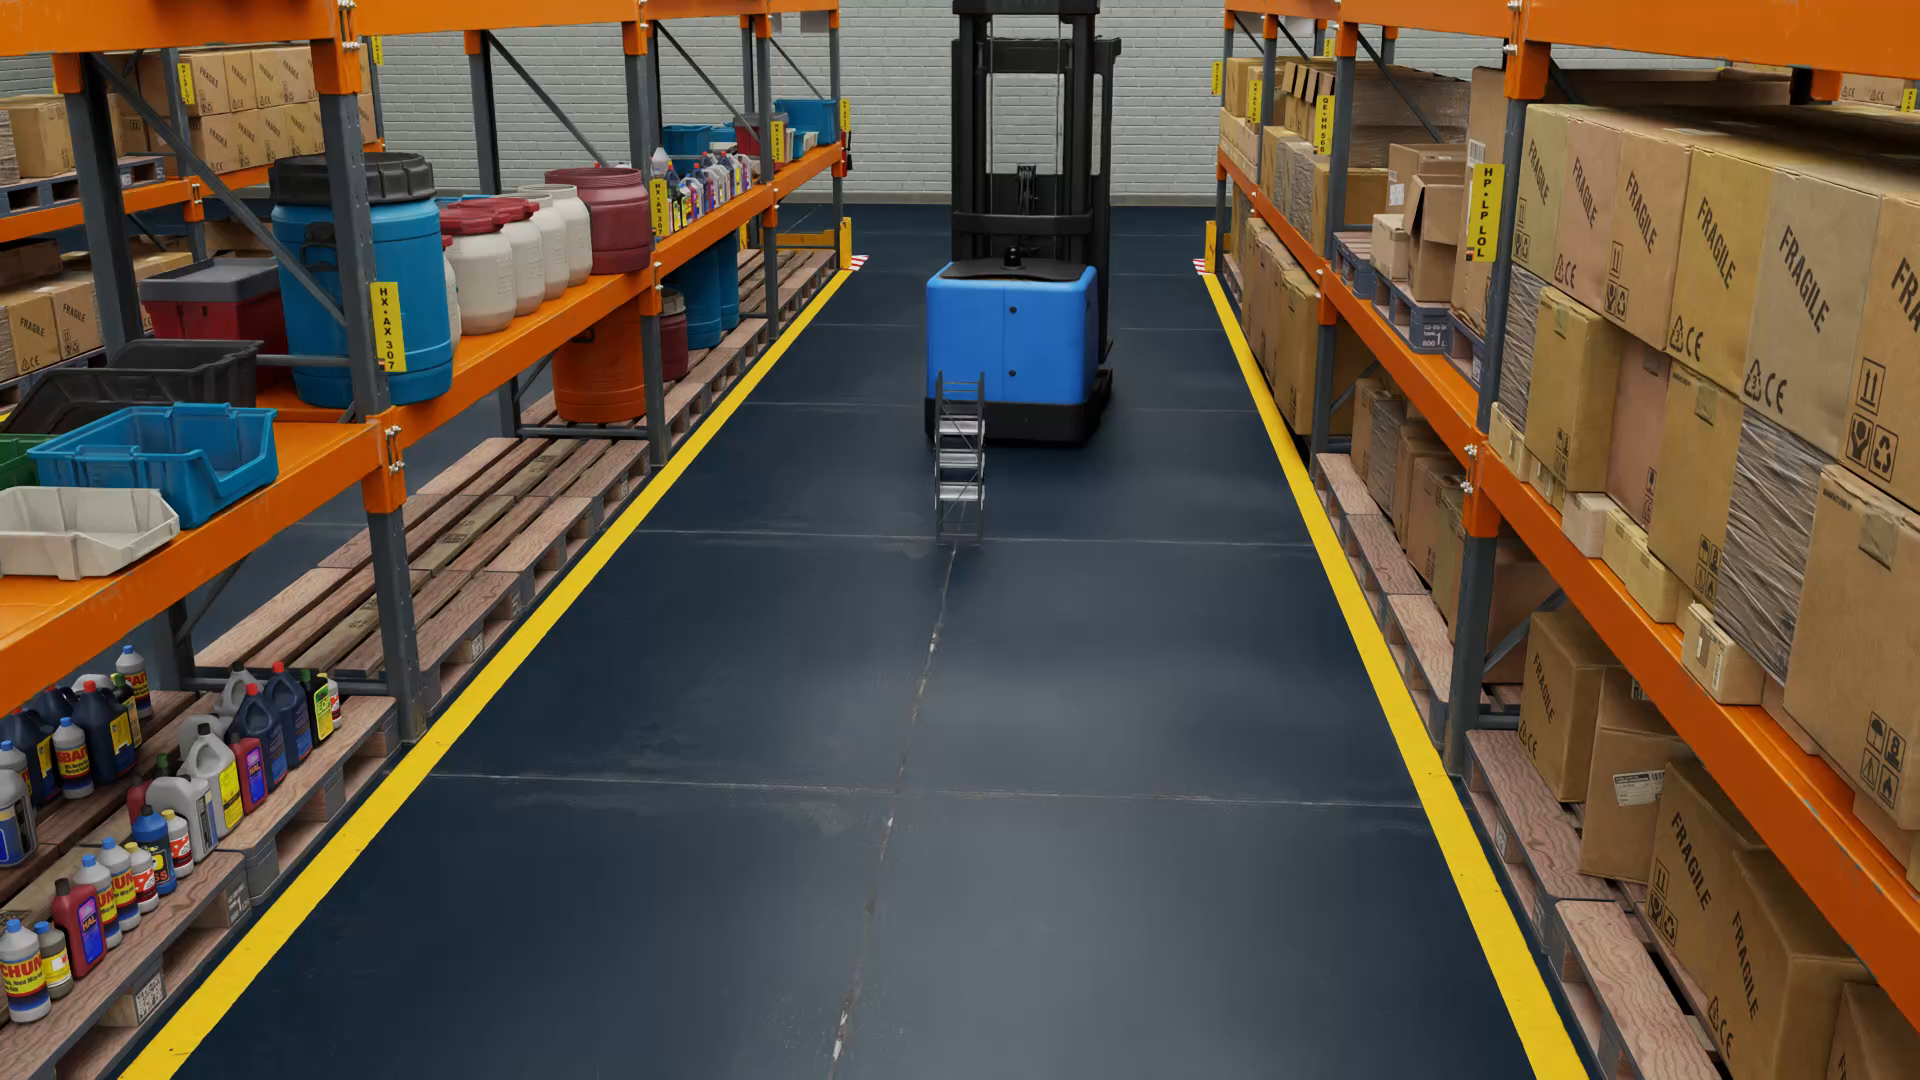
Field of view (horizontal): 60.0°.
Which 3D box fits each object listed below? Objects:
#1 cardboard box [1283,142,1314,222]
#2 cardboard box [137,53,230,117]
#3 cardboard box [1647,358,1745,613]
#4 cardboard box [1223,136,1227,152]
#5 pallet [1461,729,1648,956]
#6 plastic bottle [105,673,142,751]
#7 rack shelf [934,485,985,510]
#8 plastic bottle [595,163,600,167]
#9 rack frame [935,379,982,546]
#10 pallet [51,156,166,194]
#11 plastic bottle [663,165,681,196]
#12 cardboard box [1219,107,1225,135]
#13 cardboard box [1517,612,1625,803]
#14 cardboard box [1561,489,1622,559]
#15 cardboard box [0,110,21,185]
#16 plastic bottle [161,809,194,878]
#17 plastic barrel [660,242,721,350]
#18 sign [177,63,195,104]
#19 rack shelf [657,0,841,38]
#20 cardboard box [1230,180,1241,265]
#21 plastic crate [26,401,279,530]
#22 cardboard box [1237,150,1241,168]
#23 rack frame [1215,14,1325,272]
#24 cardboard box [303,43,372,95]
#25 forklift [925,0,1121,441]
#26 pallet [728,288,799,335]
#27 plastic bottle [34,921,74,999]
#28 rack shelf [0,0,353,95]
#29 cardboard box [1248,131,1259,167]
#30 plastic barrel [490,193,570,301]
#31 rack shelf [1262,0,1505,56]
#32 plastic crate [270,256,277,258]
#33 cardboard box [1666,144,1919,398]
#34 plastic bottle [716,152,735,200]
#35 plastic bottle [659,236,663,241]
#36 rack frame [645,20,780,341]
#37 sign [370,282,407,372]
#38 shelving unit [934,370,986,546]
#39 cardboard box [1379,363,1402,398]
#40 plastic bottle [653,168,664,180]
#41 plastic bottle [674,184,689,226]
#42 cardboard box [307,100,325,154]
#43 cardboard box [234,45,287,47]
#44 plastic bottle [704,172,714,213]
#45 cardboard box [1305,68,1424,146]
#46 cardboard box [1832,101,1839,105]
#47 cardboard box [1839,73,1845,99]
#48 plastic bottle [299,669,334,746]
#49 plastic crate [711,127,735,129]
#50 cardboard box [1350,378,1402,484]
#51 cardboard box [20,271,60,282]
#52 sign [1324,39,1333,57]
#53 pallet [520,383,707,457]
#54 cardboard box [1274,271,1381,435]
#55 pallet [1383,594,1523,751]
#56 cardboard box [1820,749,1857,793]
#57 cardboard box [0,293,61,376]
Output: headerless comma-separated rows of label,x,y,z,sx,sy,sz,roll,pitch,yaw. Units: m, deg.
cardboard box,2.514,-2.465,11.469,0.500,0.500,0.500,2,18,5
cardboard box,-6.666,-3.912,14.279,0.500,0.500,0.500,2,18,5
cardboard box,2.149,-0.127,3.854,0.875,0.500,0.500,1,18,4
cardboard box,2.797,-3.888,16.375,0.380,0.149,0.250,1,18,3
pallet,2.313,0.992,5.557,1.003,0.211,1.213,1,18,4
plastic bottle,-2.964,0.621,5.866,0.061,0.283,0.133,1,18,4
rack shelf,0.001,-0.227,8.857,0.258,0.077,0.200,1,18,4
plastic bottle,-2.566,-2.509,11.843,0.144,0.351,0.185,1,18,4
rack frame,-0.007,-0.399,8.694,0.240,0.900,0.006,1,18,4
pallet,-7.147,-2.912,13.302,1.003,0.211,1.213,1,18,4
plastic bottle,-2.020,-2.441,11.634,0.144,0.351,0.185,1,18,4
cardboard box,2.883,-4.196,16.676,0.500,0.250,0.500,1,18,2
cardboard box,2.258,0.569,5.709,0.500,0.500,0.500,1,18,2
cardboard box,1.922,-0.053,4.670,0.380,0.149,0.250,1,18,4
cardboard box,-7.079,-2.732,11.609,0.700,0.500,0.500,5,19,14
plastic bottle,-2.406,0.922,5.080,0.097,0.201,0.097,0,18,0
plastic barrel,-2.147,-1.952,12.757,0.600,0.901,0.708,1,18,4
sign,-6.427,-3.788,13.808,0.100,0.325,0.005,1,18,4
rack shelf,-1.897,-4.842,15.222,1.077,0.370,4.000,1,18,4
cardboard box,3.221,-3.259,16.789,0.875,0.875,0.875,1,18,4
plastic crate,-2.422,-0.233,5.054,0.499,0.251,0.616,1,18,4
cardboard box,2.687,-3.409,14.913,0.380,0.149,0.250,1,18,3
rack frame,3.187,-4.269,17.135,1.000,3.000,0.127,1,18,4
cardboard box,-6.452,-4.870,17.202,0.500,0.500,0.500,1,18,3
forklift,0.525,-2.441,11.664,1.130,2.935,3.031,3,18,9
pallet,-2.026,-2.042,14.815,1.003,0.211,1.213,1,18,4
plastic bottle,-2.452,1.122,4.470,0.097,0.201,0.097,0,18,0
rack shelf,-2.757,-1.115,3.848,1.077,0.370,4.000,1,18,4
cardboard box,2.670,-3.240,13.757,0.500,0.250,0.500,1,18,3
plastic barrel,-2.218,-1.493,8.484,0.421,0.512,0.421,0,18,0
rack shelf,2.757,-3.490,11.093,1.077,0.370,4.000,1,18,4
plastic crate,-2.845,-0.995,7.168,0.392,0.384,0.575,1,18,4
cardboard box,1.945,-0.606,3.712,0.500,0.500,0.500,1,18,4
plastic bottle,-1.793,-2.764,12.620,0.144,0.351,0.185,1,18,4
plastic bottle,-1.931,-1.994,10.509,0.097,0.201,0.097,0,18,0
rack frame,-2.040,-3.138,13.681,1.000,3.000,0.127,1,18,4
sign,-2.066,-0.769,6.008,0.100,0.325,0.005,1,18,4
shelving unit,0.001,-0.430,8.791,0.258,0.900,0.210,1,18,4
cardboard box,2.595,-0.954,9.120,0.500,0.250,0.500,2,18,6
plastic bottle,-2.354,-2.797,12.962,0.097,0.201,0.097,0,18,0
plastic bottle,-1.879,-2.254,11.190,0.097,0.271,0.097,0,18,0
cardboard box,-6.529,-4.078,16.391,0.500,0.500,0.500,1,18,4
cardboard box,-7.019,-4.720,16.744,0.500,0.500,0.500,1,18,4
plastic bottle,-1.806,-2.496,11.910,0.061,0.283,0.133,1,18,4
cardboard box,2.773,-2.946,11.326,0.797,0.503,0.637,2,18,6
cardboard box,7.668,-3.546,14.290,0.500,0.500,0.500,1,18,4
cardboard box,7.686,-4.020,14.131,0.500,0.500,0.500,2,18,5
plastic bottle,-2.319,0.585,5.975,0.061,0.283,0.133,2,18,7
plastic crate,-2.194,-3.851,16.030,0.416,0.233,0.300,1,18,4
cardboard box,2.585,-0.597,9.237,0.700,0.500,0.500,0,18,1
cardboard box,-7.329,-1.805,12.922,0.500,0.500,0.500,2,18,5
sign,3.727,-4.916,16.868,0.100,0.325,0.005,1,18,4
pallet,-2.312,-0.816,11.074,1.003,0.211,1.213,1,18,4
cardboard box,2.683,-1.189,10.471,1.225,0.875,0.875,0,18,1
pallet,2.381,0.541,6.934,1.003,0.211,1.213,1,18,4
cardboard box,1.932,0.416,3.241,0.380,0.149,0.250,1,18,4
cardboard box,-6.877,-1.482,11.935,0.500,0.500,0.500,1,18,3
